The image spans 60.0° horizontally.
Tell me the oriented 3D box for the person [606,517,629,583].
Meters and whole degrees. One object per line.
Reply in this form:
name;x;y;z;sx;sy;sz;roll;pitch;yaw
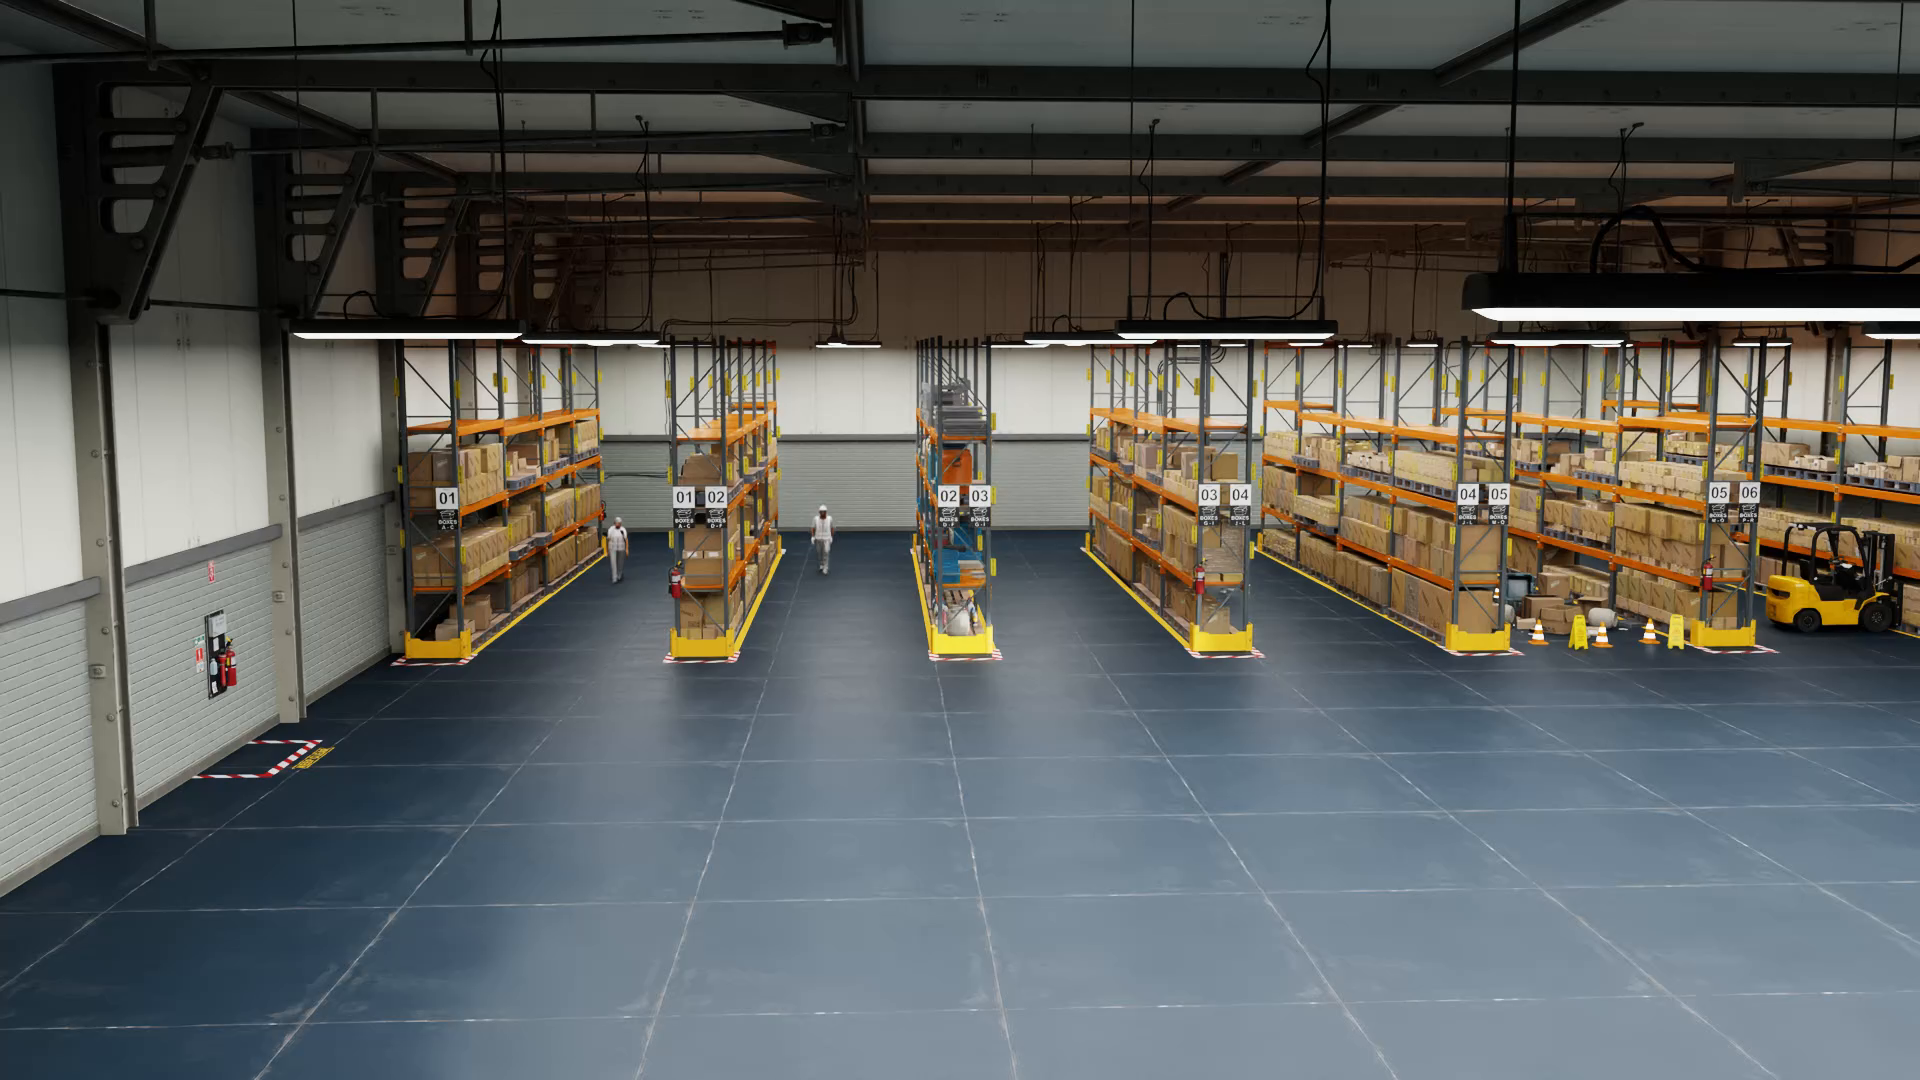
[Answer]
person;-8.503;0.229;41.274;0.527;1.595;1.059;-2;7;-17

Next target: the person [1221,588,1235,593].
person;6.294;0.471;39.340;0.459;1.596;0.480;0;6;-3

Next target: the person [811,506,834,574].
person;-3.559;-0.029;42.925;0.563;1.721;1.069;0;6;0

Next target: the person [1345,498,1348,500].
person;10.797;-0.346;46.208;0.491;1.669;0.516;0;6;-2
